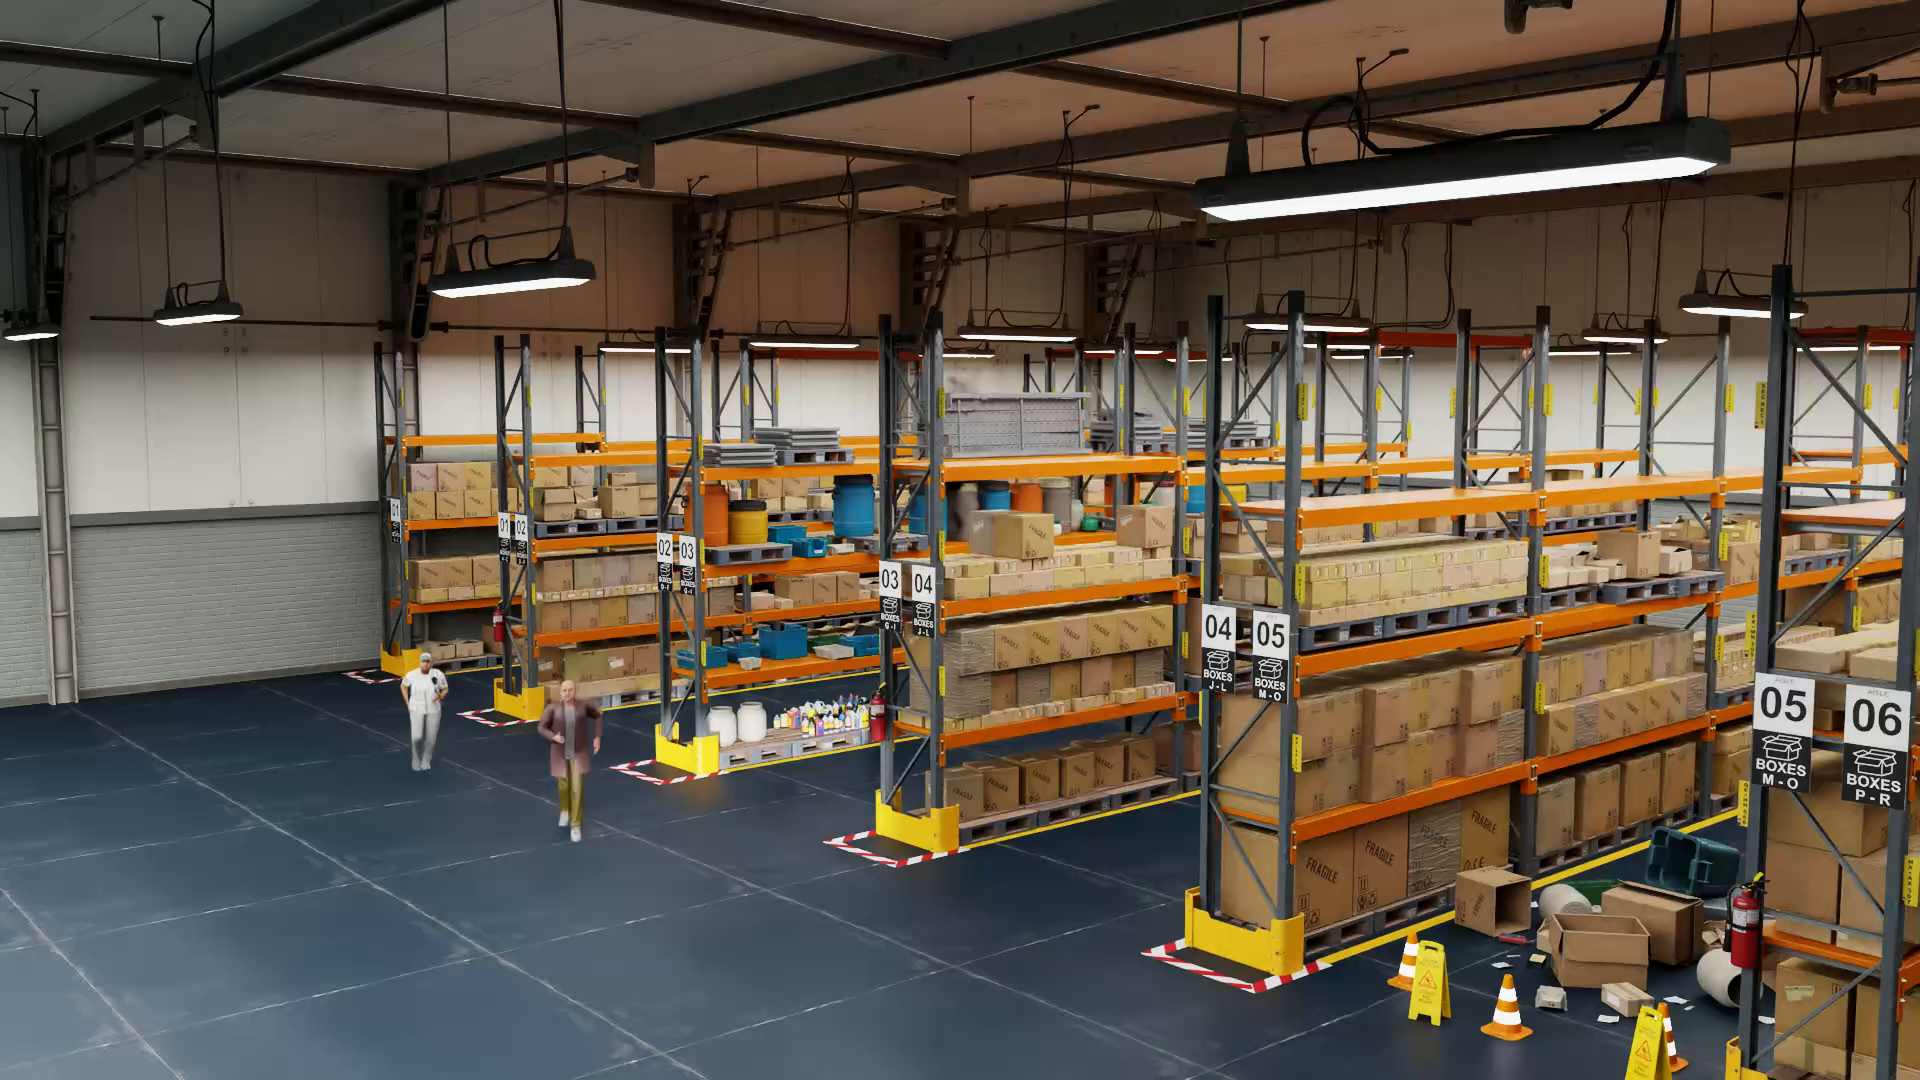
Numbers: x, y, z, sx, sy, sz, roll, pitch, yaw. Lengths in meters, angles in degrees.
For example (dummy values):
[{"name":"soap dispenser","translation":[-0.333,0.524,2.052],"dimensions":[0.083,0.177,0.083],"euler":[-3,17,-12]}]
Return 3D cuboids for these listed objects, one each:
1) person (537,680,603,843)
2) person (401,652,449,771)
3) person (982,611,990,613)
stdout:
[{"name":"person","translation":[-4.521,2.519,19.311],"dimensions":[0.730,1.827,0.926],"euler":[-1,5,-10]},{"name":"person","translation":[-7.178,2.311,22.344],"dimensions":[0.599,1.622,0.638],"euler":[-2,6,-21]},{"name":"person","translation":[0.628,1.645,28.974],"dimensions":[0.657,1.724,0.950],"euler":[4,7,40]}]
